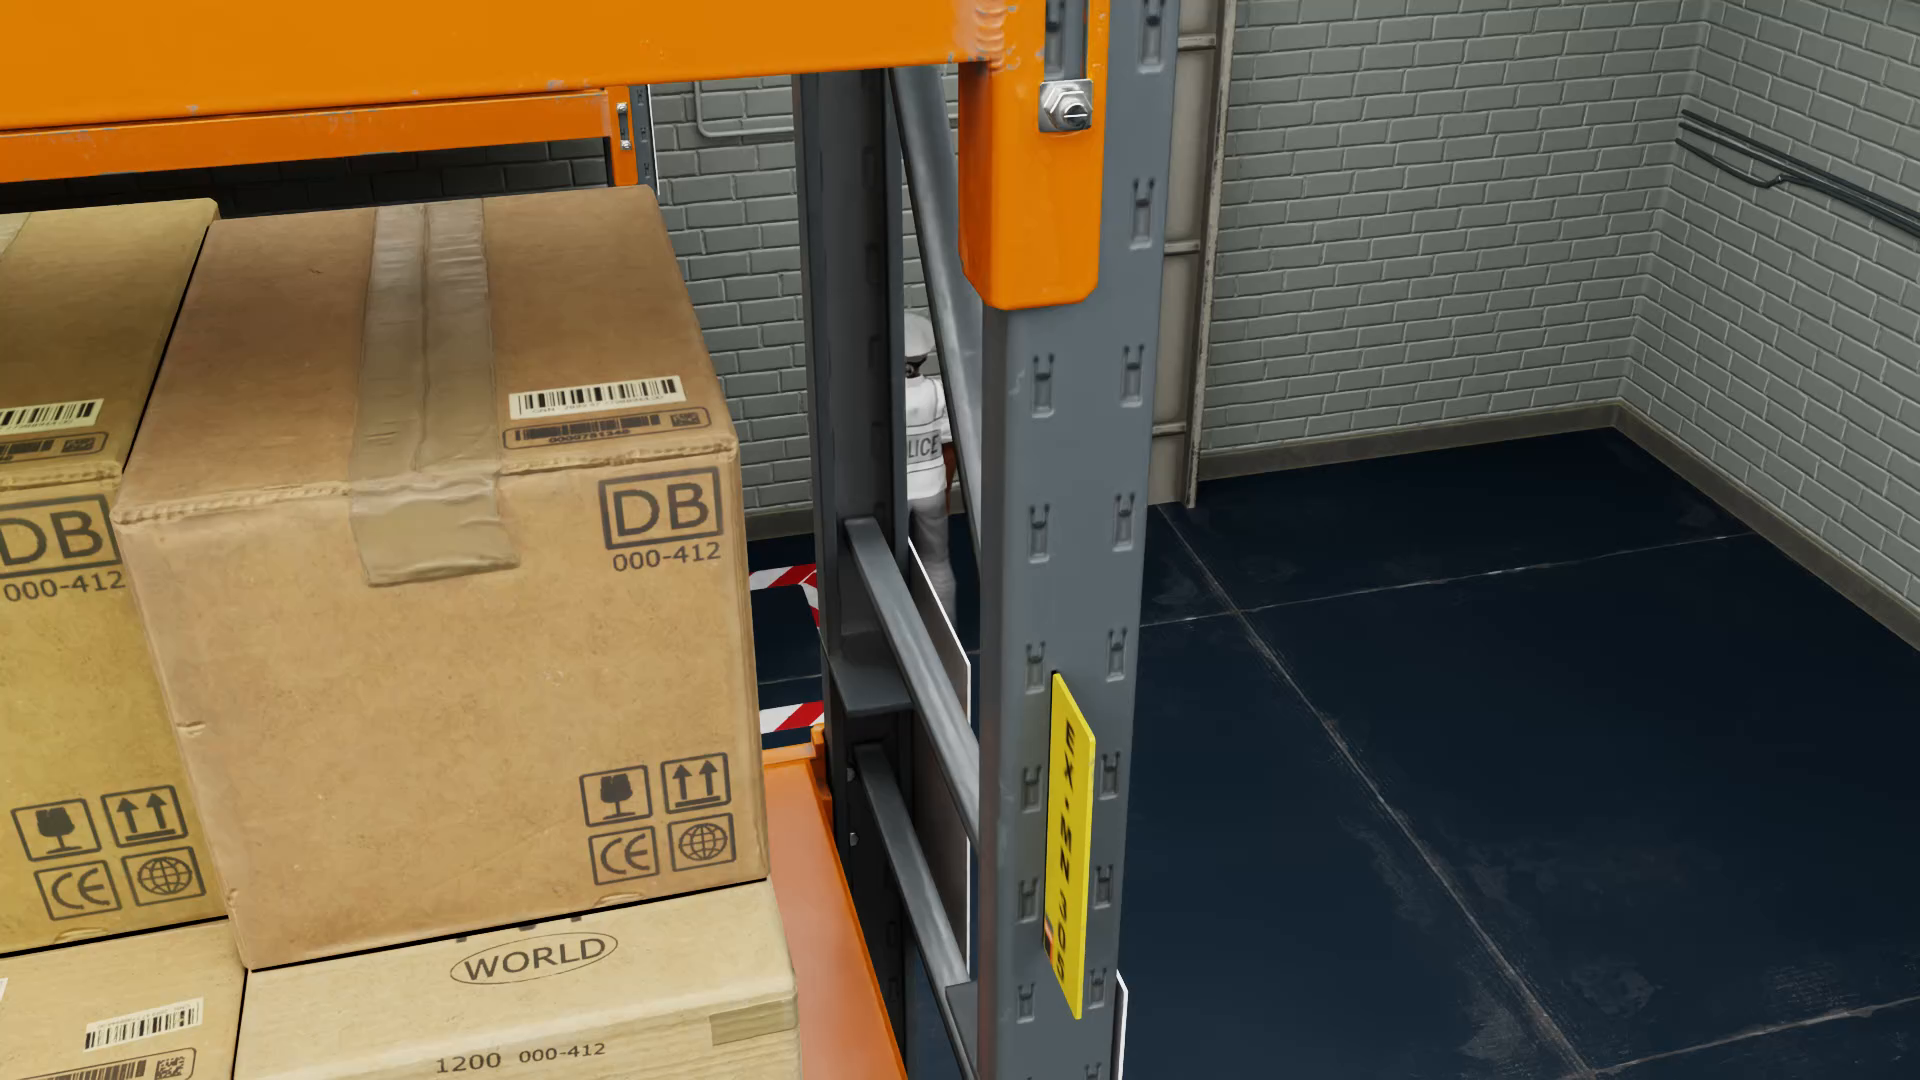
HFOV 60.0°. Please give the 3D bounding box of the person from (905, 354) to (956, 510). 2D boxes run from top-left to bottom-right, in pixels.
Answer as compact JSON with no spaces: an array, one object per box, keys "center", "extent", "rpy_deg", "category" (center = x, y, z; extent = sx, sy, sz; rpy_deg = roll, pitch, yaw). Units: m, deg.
[{"center":[-0.236,-0.484,7.271],"extent":[0.447,0.991,0.333],"rpy_deg":[-11,32,-18],"category":"person"}]
